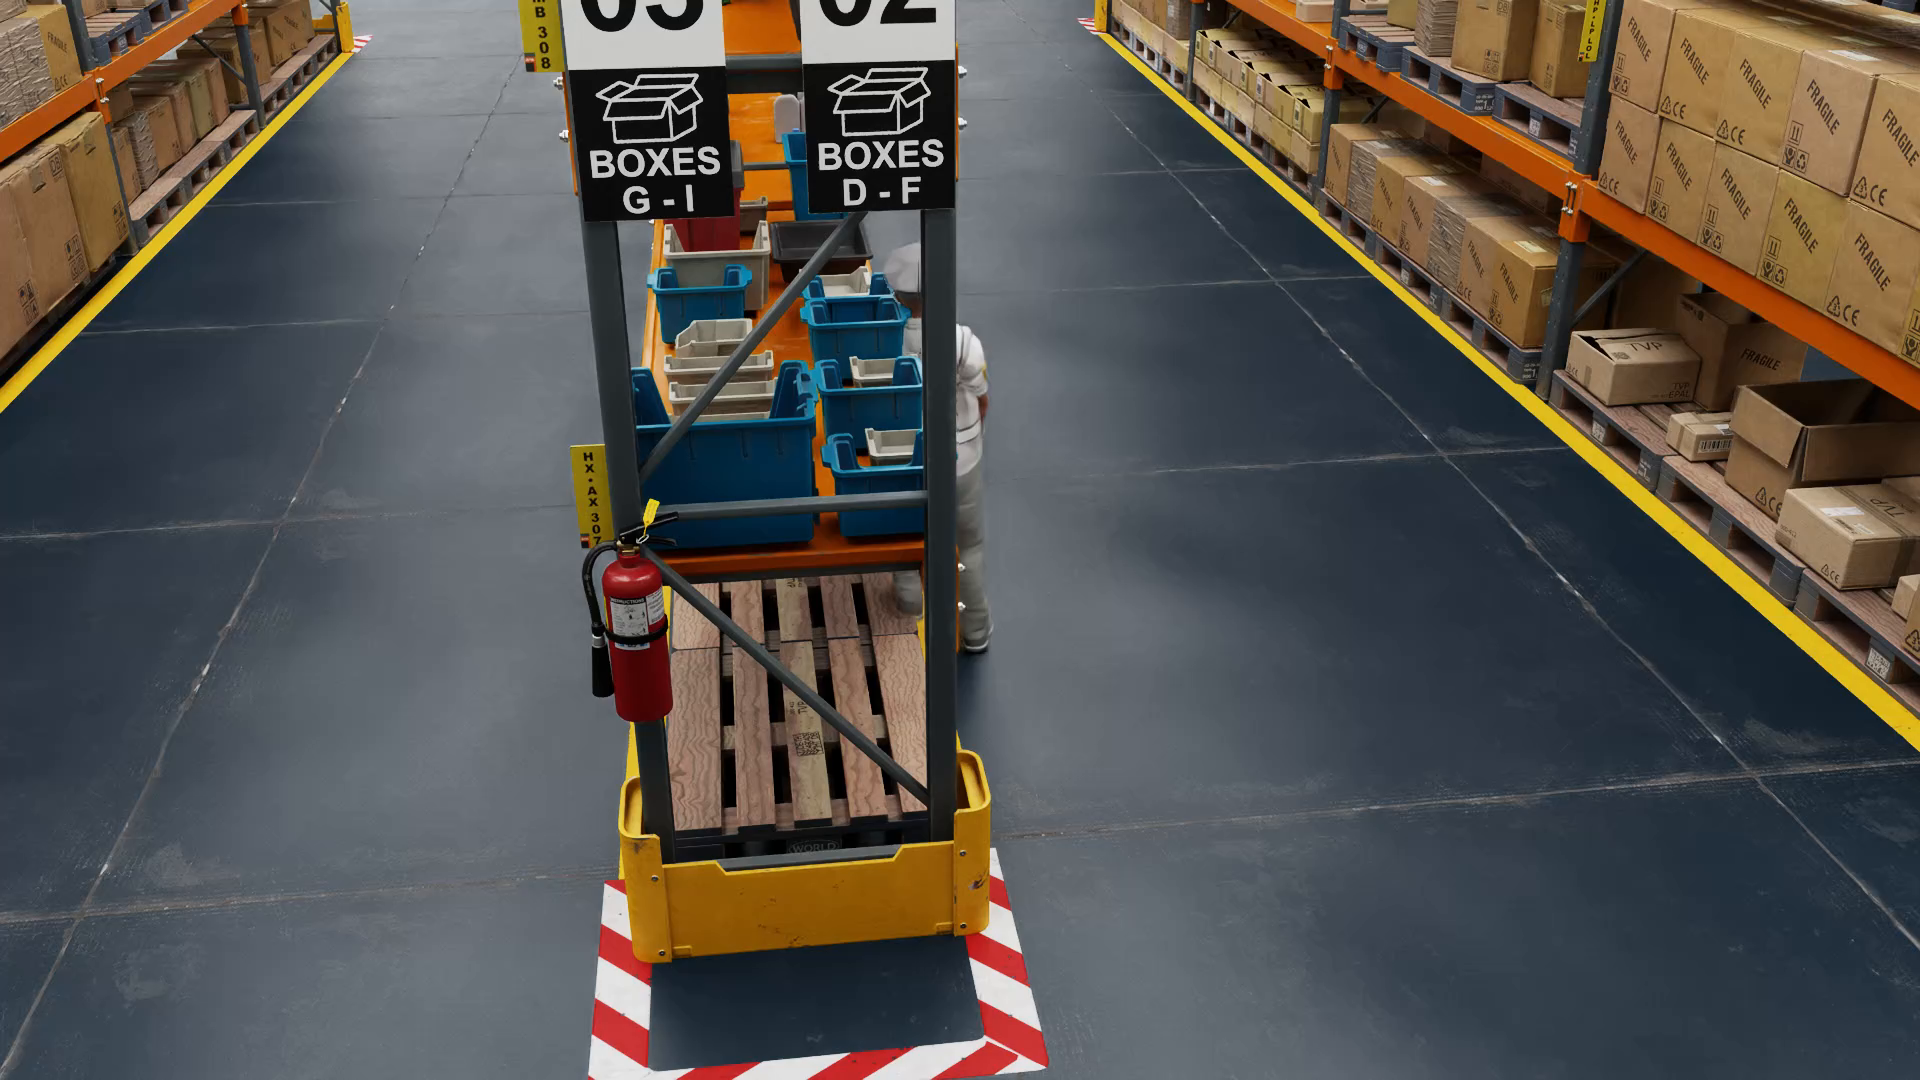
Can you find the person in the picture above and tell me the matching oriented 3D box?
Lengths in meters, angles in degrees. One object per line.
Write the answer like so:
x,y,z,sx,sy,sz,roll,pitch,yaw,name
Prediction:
-0.123,-0.363,6.781,0.520,1.786,0.529,5,27,9,person
